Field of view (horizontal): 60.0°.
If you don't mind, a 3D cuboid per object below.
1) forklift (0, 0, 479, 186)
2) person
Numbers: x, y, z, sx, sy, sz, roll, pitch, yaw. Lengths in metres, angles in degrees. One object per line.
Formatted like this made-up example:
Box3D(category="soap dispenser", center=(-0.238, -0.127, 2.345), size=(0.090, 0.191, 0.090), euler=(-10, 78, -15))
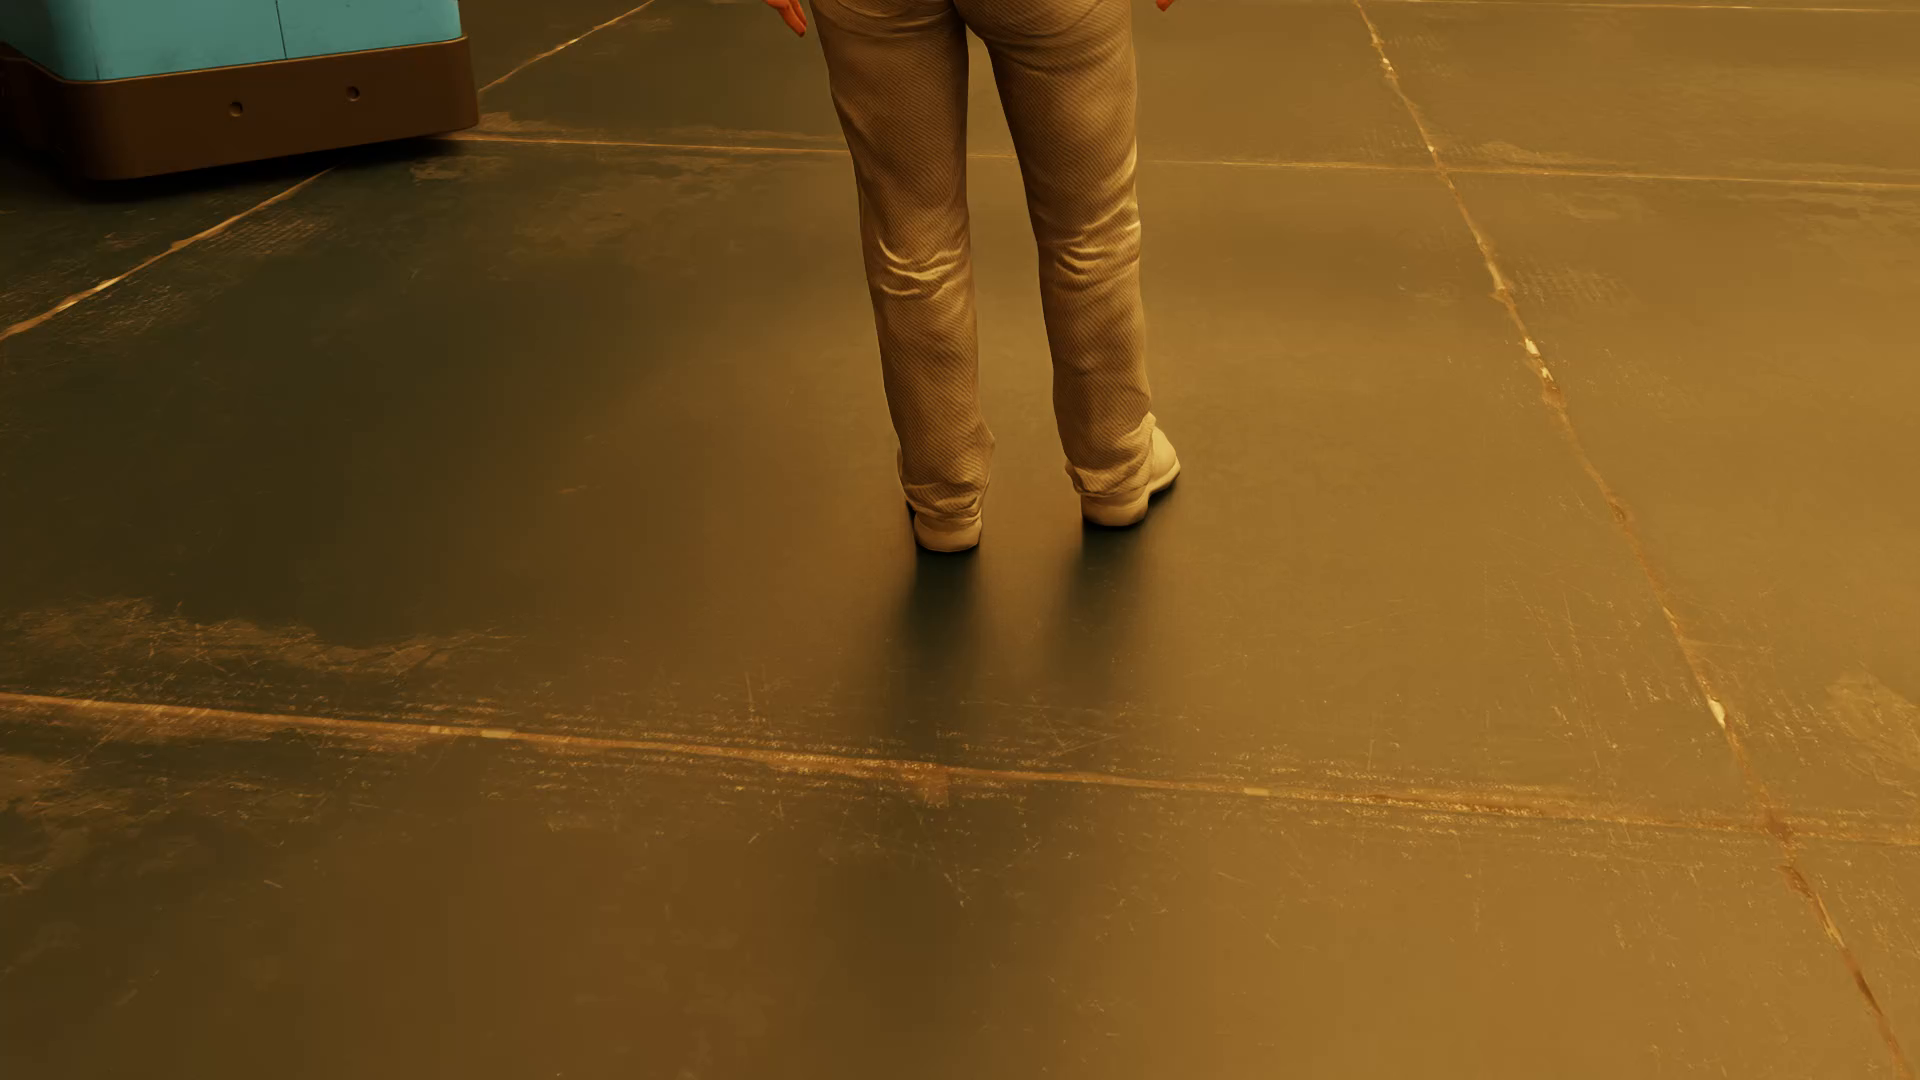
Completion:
Box3D(category="forklift", center=(-2.668, -2.793, 4.816), size=(1.130, 2.935, 3.031), euler=(-20, 33, -34))
Box3D(category="person", center=(0.016, -0.828, 2.156), size=(0.634, 1.775, 0.566), euler=(3, 27, 7))
